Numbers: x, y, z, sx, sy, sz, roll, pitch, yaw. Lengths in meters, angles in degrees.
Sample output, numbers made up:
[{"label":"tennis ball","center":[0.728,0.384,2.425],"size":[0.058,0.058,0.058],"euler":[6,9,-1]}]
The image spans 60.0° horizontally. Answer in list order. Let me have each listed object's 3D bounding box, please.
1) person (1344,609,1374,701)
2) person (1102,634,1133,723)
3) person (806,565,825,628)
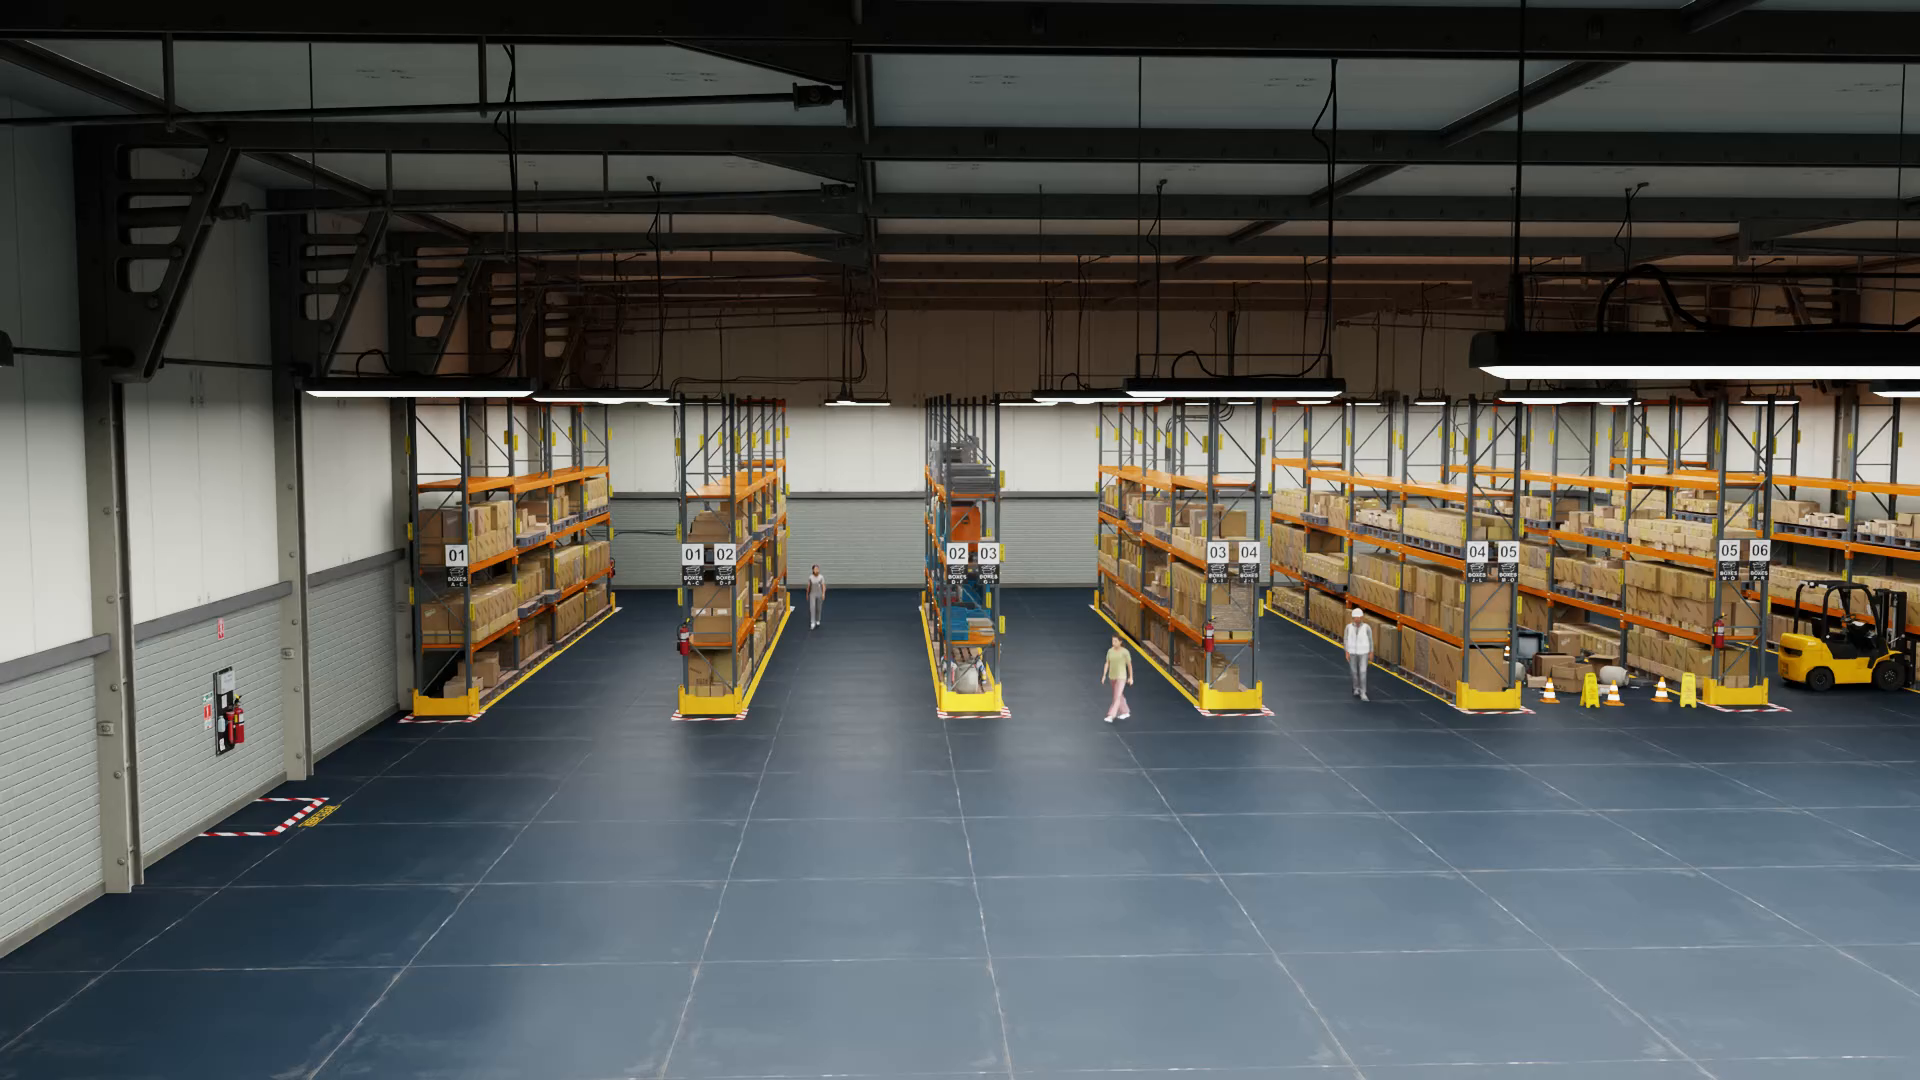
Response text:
[{"label":"person","center":[7.870,2.234,32.914],"size":[0.573,1.747,0.843],"euler":[2,5,26]},{"label":"person","center":[2.813,2.507,30.248],"size":[0.472,1.611,1.070],"euler":[4,6,41]},{"label":"person","center":[-3.759,1.457,43.451],"size":[0.489,1.600,1.044],"euler":[-1,5,-11]}]
